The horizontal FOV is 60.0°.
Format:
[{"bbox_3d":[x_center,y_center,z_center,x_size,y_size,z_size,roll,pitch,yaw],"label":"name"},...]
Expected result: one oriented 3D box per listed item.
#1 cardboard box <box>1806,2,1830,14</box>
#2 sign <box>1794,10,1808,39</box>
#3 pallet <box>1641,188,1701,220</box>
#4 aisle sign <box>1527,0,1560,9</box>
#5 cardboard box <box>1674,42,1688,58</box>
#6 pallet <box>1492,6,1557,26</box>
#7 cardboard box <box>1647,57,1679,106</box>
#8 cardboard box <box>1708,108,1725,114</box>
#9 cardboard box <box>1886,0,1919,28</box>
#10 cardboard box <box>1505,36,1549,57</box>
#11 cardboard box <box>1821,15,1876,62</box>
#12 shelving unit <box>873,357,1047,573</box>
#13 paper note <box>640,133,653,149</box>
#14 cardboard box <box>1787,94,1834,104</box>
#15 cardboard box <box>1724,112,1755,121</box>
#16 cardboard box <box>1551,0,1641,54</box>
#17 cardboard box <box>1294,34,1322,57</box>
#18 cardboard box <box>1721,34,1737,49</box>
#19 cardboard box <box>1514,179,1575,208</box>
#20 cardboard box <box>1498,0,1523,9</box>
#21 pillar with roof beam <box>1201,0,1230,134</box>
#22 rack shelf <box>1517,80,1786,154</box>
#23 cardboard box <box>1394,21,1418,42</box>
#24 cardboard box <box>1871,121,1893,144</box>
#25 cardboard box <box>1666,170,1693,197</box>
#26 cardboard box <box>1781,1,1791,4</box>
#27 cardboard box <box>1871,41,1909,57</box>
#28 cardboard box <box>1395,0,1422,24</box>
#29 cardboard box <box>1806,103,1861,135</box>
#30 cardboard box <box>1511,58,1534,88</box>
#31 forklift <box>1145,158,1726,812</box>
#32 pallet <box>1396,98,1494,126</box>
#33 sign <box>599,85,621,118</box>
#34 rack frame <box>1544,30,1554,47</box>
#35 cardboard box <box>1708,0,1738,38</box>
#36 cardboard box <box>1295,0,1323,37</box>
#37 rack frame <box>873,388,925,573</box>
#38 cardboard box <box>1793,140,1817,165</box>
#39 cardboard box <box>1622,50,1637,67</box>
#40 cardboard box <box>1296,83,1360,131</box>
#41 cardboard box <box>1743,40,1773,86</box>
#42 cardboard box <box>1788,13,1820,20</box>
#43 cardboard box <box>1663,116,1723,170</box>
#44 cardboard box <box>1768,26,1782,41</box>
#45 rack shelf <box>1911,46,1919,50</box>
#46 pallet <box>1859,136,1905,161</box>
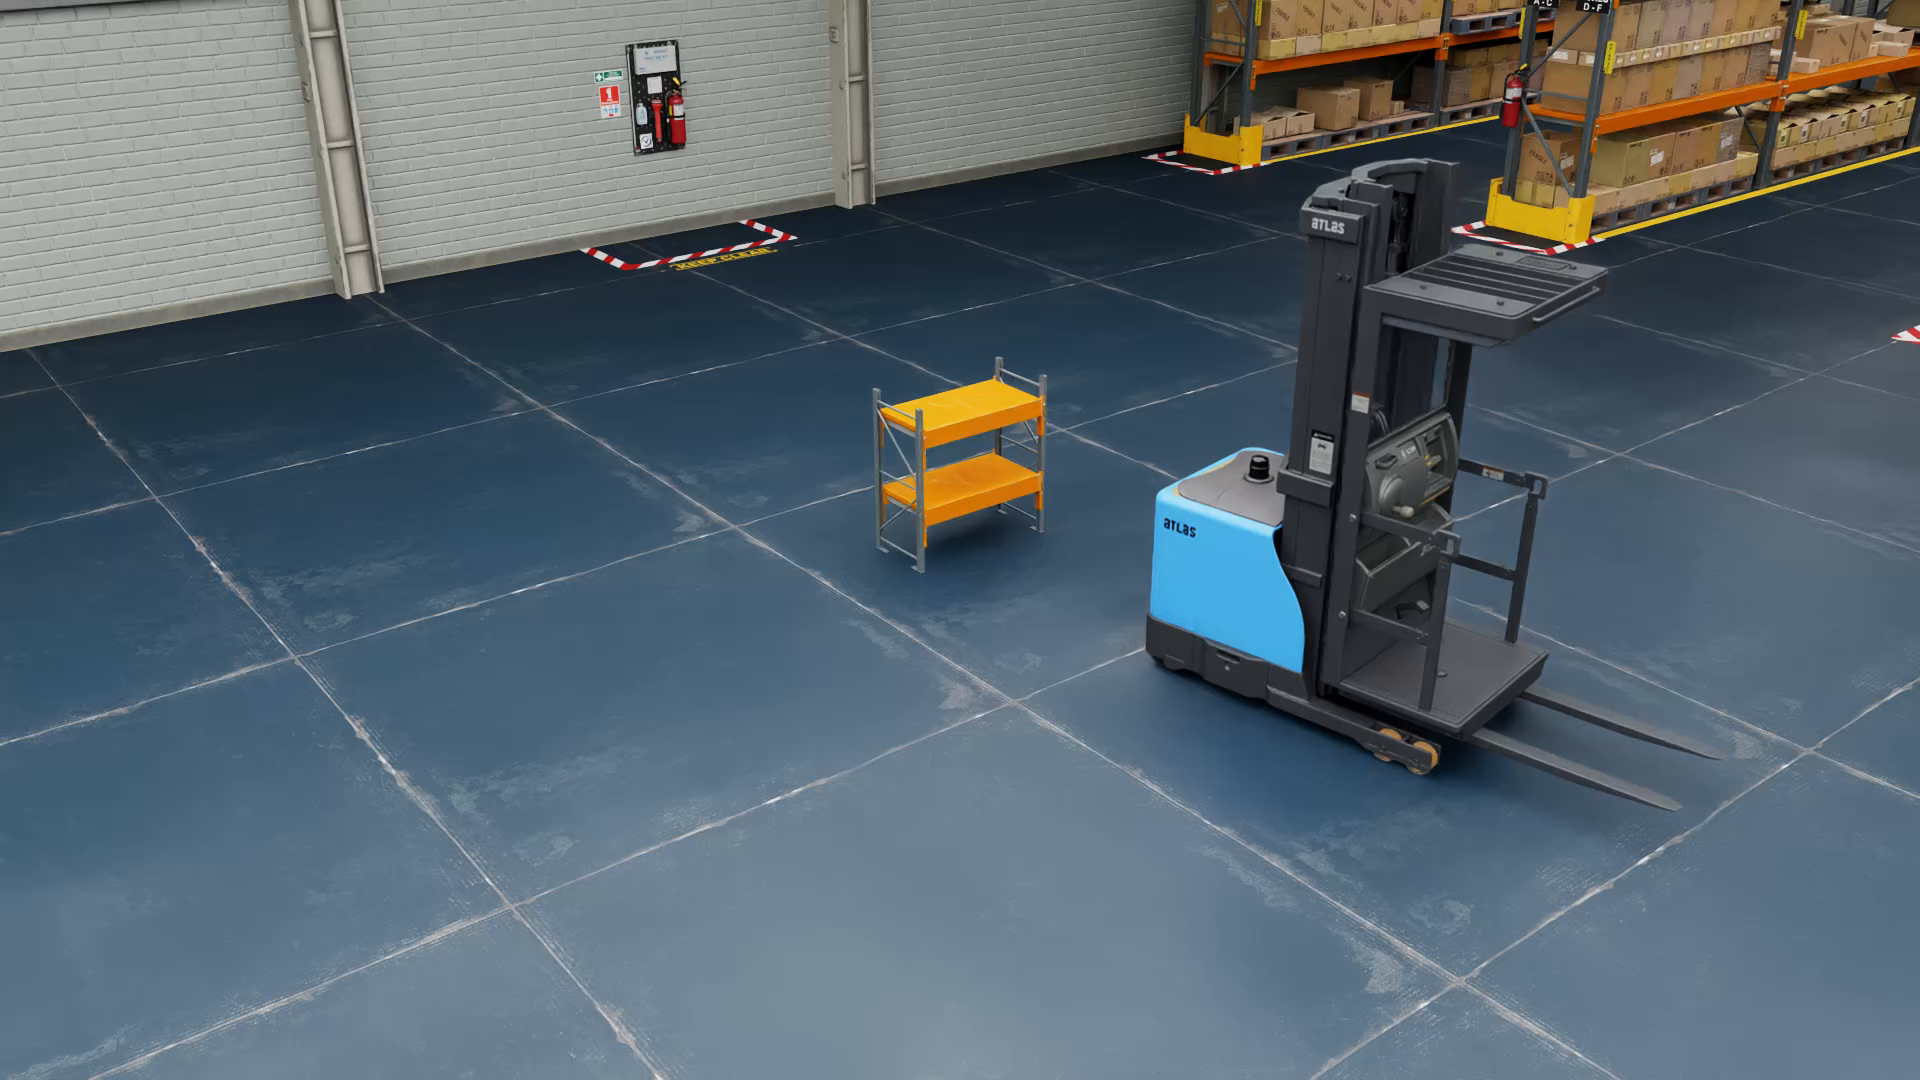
[{"bbox_3d":[15.559,-9.678,30.241,0.250,0.149,0.380,-19,31,-35],"label":"cardboard box"},{"bbox_3d":[9.997,-6.124,19.760,0.005,0.325,0.100,-18,31,-34],"label":"sign"},{"bbox_3d":[8.041,-4.103,19.839,1.213,0.211,1.003,-18,31,-34],"label":"pallet"},{"bbox_3d":[6.273,-6.099,17.741,0.004,0.787,0.394,-18,31,-34],"label":"aisle sign"},{"bbox_3d":[7.960,-5.545,18.746,0.250,0.149,0.380,-19,31,-35],"label":"cardboard box"},{"bbox_3d":[8.209,-7.943,25.030,1.213,0.211,1.003,-18,31,-34],"label":"pallet"},{"bbox_3d":[7.686,-5.267,18.917,0.500,0.500,0.700,-18,30,-34],"label":"cardboard box"},{"bbox_3d":[9.095,-5.146,20.651,0.500,0.500,0.500,-18,31,-34],"label":"cardboard box"},{"bbox_3d":[13.227,-7.355,22.916,0.700,0.500,0.500,15,29,29],"label":"cardboard box"},{"bbox_3d":[8.720,-7.632,25.688,0.500,0.250,0.500,-18,30,-33],"label":"cardboard box"},{"bbox_3d":[11.491,-6.522,21.621,0.500,0.500,0.500,-20,32,-37],"label":"cardboard box"},{"bbox_3d":[0.005,-0.512,11.017,1.048,1.125,0.538,-18,31,-34],"label":"shelving unit"},{"bbox_3d":[-3.408,-4.338,18.080,0.142,0.148,0.016,-18,31,-34],"label":"paper note"},{"bbox_3d":[11.397,-5.806,22.298,0.500,0.311,0.500,-19,31,-35],"label":"cardboard box"},{"bbox_3d":[9.795,-5.277,21.158,0.500,0.311,0.500,-18,31,-34],"label":"cardboard box"},{"bbox_3d":[6.923,-5.604,18.103,0.500,0.500,0.700,-18,30,-34],"label":"cardboard box"},{"bbox_3d":[4.426,-6.582,22.024,0.500,0.250,0.500,-19,31,-36],"label":"cardboard box"},{"bbox_3d":[8.770,-5.813,19.323,0.250,0.149,0.380,-18,31,-34],"label":"cardboard box"},{"bbox_3d":[6.745,-4.020,19.117,0.500,0.250,0.500,-18,31,-34],"label":"cardboard box"},{"bbox_3d":[7.958,-8.209,24.733,0.500,0.500,0.700,-14,28,-27],"label":"cardboard box"},{"bbox_3d":[6.120,-8.243,18.322,0.400,9.000,9.100,-18,31,-34],"label":"pillar with roof beam"},{"bbox_3d":[8.080,-5.033,19.386,4.000,0.370,1.077,-18,31,-34],"label":"rack shelf"},{"bbox_3d":[6.011,-7.110,23.161,0.500,0.250,0.500,-18,30,-34],"label":"cardboard box"},{"bbox_3d":[12.134,-5.509,22.324,0.500,0.250,0.500,-19,31,-35],"label":"cardboard box"},{"bbox_3d":[8.246,-4.238,19.585,0.500,0.250,0.500,-18,31,-34],"label":"cardboard box"},{"bbox_3d":[15.125,-9.739,30.371,0.250,0.149,0.380,-18,30,-34],"label":"cardboard box"},{"bbox_3d":[12.264,-6.479,21.945,0.250,0.149,0.380,-18,31,-34],"label":"cardboard box"},{"bbox_3d":[6.023,-7.443,22.989,0.500,0.500,0.500,-18,31,-34],"label":"cardboard box"},{"bbox_3d":[11.341,-5.501,21.641,0.500,0.311,0.500,-17,30,-33],"label":"cardboard box"},{"bbox_3d":[8.356,-7.186,25.617,0.500,0.500,0.700,-18,31,-34],"label":"cardboard box"},{"bbox_3d":[2.515,-0.363,8.550,3.031,2.935,1.130,21,32,37],"label":"forklift"},{"bbox_3d":[7.206,-6.457,24.912,1.213,0.211,1.003,-18,31,-34],"label":"pallet"},{"bbox_3d":[-3.725,-4.667,17.701,0.234,0.329,0.001,-18,31,-34],"label":"sign"},{"bbox_3d":[9.741,-8.558,26.127,0.127,3.000,1.000,-18,31,-34],"label":"rack frame"},{"bbox_3d":[8.517,-6.134,19.244,0.500,0.500,0.700,-18,31,-34],"label":"cardboard box"},{"bbox_3d":[4.402,-6.911,21.841,0.500,0.500,0.500,-18,30,-34],"label":"cardboard box"},{"bbox_3d":[-0.395,-0.380,10.732,0.032,1.125,0.500,-18,31,-34],"label":"rack frame"},{"bbox_3d":[10.527,-4.977,21.179,0.500,0.250,0.500,-17,30,-33],"label":"cardboard box"},{"bbox_3d":[7.154,-5.279,18.173,0.250,0.149,0.380,-19,31,-35],"label":"cardboard box"},{"bbox_3d":[5.103,-6.018,23.100,0.500,0.500,0.700,-21,32,-37],"label":"cardboard box"},{"bbox_3d":[9.308,-5.807,20.080,0.500,0.500,0.700,-19,31,-35],"label":"cardboard box"},{"bbox_3d":[15.154,-9.348,30.299,0.500,0.500,0.700,-18,31,-34],"label":"cardboard box"},{"bbox_3d":[8.632,-4.712,19.717,0.500,0.500,0.500,-18,31,-34],"label":"cardboard box"},{"bbox_3d":[9.572,-6.077,19.891,0.250,0.149,0.380,-18,31,-34],"label":"cardboard box"},{"bbox_3d":[14.375,-7.111,23.864,4.000,0.370,1.077,-18,31,-34],"label":"rack shelf"},{"bbox_3d":[12.129,-5.452,22.747,1.213,0.211,1.003,-18,31,-34],"label":"pallet"}]
